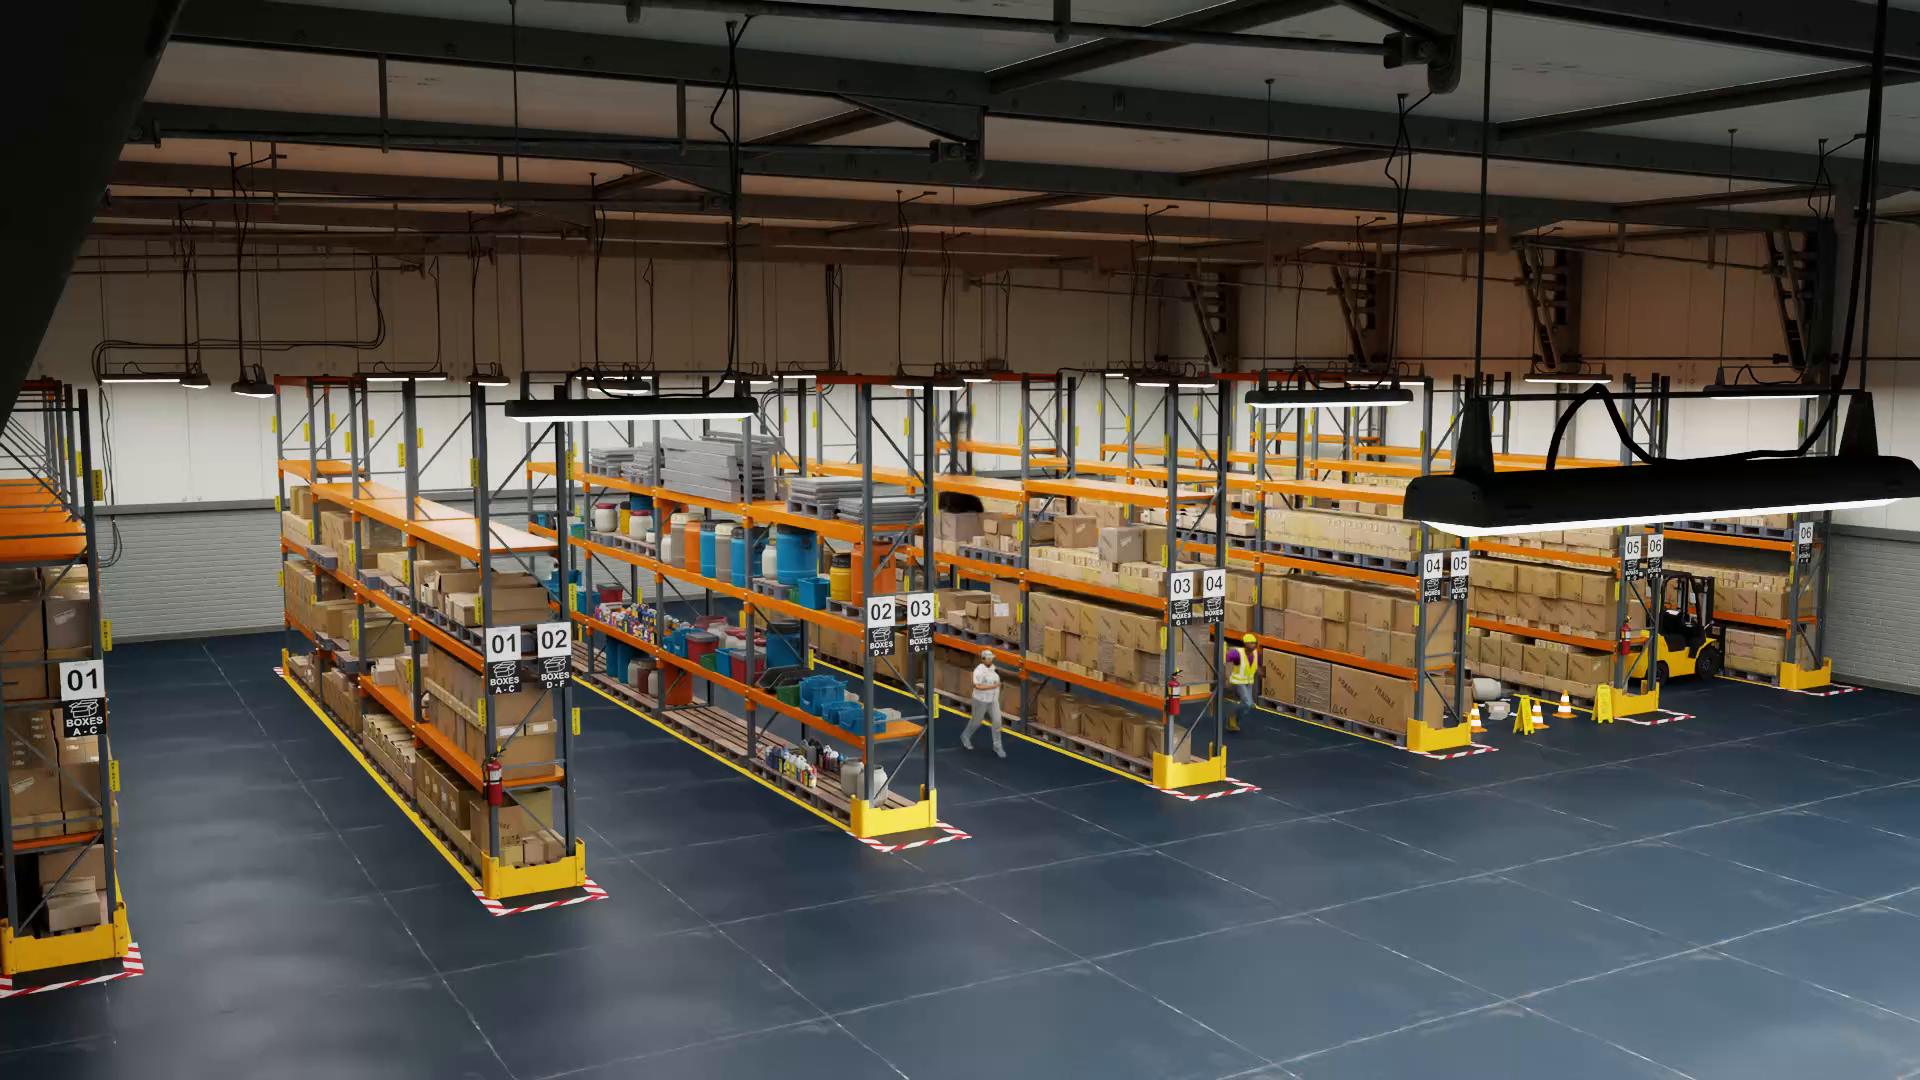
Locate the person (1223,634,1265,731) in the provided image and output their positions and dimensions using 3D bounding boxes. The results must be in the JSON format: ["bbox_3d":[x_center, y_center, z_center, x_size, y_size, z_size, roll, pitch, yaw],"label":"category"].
[{"bbox_3d":[4.788,2.408,28.004,0.655,1.675,0.736,-5,8,-37],"label":"person"}]

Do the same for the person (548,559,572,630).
[{"bbox_3d":[-9.274,1.273,38.583,0.772,1.758,0.545,-3,7,-22],"label":"person"}]

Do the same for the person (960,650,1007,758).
[{"bbox_3d":[0.384,2.582,26.571,0.590,1.687,0.909,-6,8,-42],"label":"person"}]
